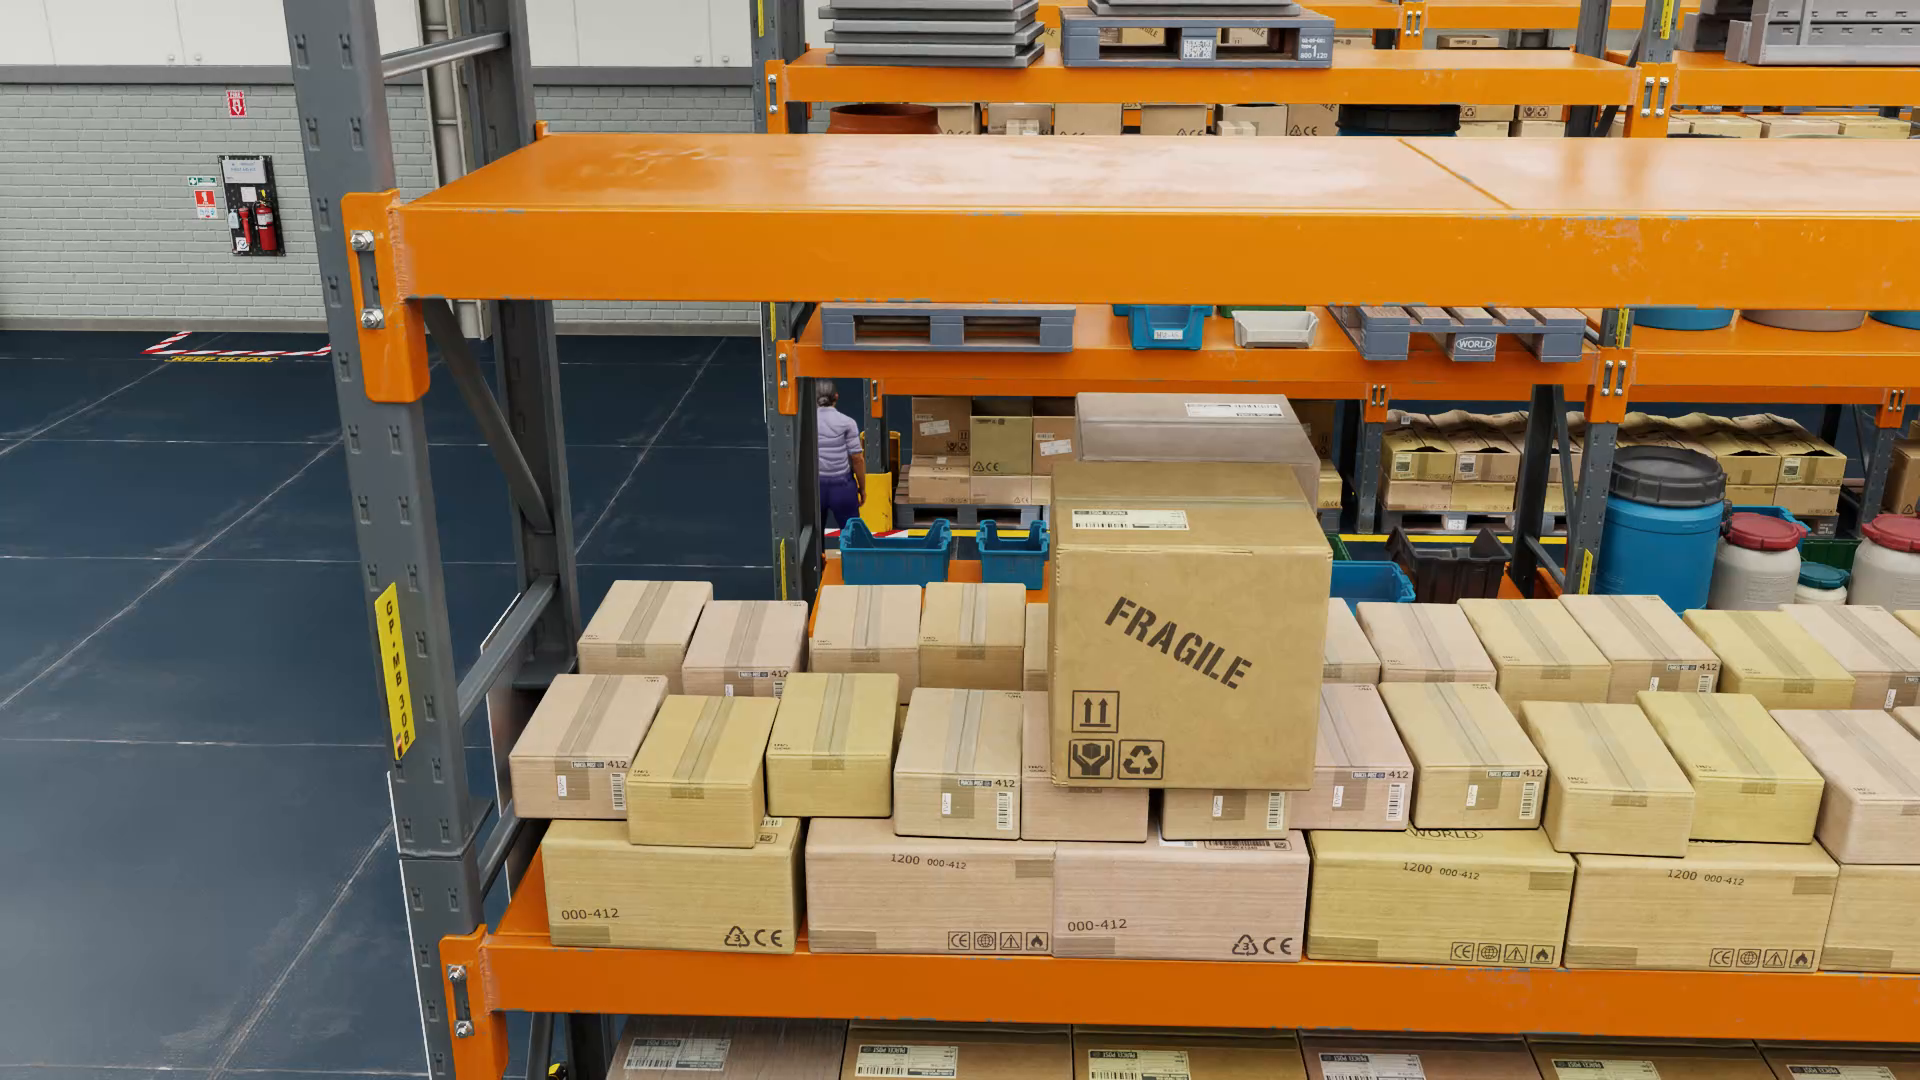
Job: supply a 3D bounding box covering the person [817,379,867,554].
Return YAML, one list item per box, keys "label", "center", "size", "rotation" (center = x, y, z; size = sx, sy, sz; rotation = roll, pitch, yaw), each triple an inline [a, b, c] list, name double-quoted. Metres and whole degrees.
- label: "person"
  center: [-0.929, -0.337, 11.978]
  size: [0.547, 1.647, 0.367]
  rotation: [0, 21, 1]
